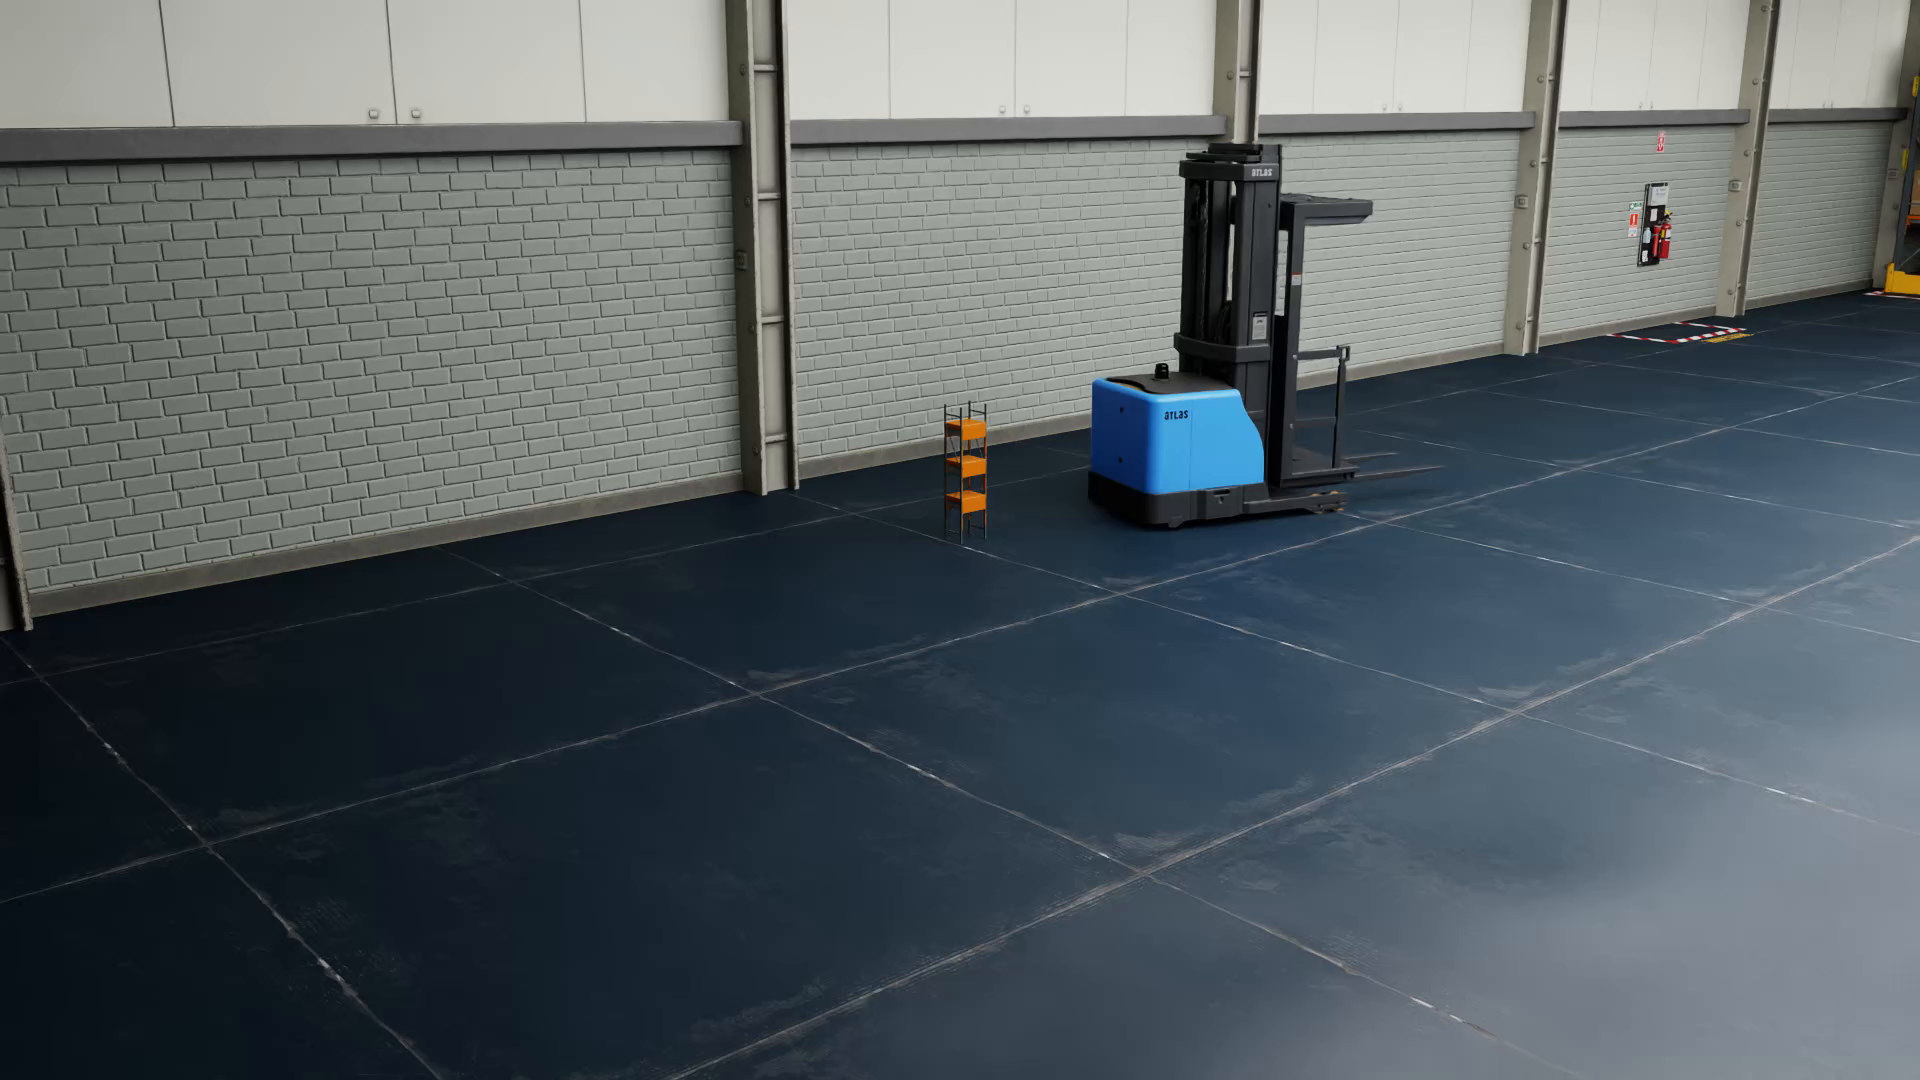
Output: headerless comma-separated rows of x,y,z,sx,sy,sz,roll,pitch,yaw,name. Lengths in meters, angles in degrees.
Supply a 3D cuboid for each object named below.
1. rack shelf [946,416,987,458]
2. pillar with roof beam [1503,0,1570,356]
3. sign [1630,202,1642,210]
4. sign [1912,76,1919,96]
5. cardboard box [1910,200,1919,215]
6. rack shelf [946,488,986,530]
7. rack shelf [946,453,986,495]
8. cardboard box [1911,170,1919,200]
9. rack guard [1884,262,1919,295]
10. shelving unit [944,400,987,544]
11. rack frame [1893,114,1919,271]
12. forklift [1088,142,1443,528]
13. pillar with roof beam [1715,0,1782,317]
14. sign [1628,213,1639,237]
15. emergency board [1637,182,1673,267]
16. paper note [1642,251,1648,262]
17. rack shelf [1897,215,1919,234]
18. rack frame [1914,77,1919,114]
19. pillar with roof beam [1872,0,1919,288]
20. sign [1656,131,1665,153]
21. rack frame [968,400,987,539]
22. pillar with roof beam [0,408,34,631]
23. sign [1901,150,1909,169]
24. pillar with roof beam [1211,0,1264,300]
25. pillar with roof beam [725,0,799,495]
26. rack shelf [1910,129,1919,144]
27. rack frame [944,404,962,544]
0.040,-0.780,12.578,0.240,0.259,0.215,-13,19,-39,rack shelf
10.239,-5.986,17.723,0.400,9.000,9.100,-13,19,-39,pillar with roof beam
9.574,-4.730,23.549,0.331,0.109,0.001,-13,19,-39,sign
16.156,-7.660,28.087,0.005,0.325,0.100,-13,19,-39,sign
16.730,-5.726,28.626,0.500,0.250,0.500,-12,19,-39,cardboard box
0.040,-0.238,12.723,0.240,0.259,0.215,-13,19,-39,rack shelf
0.040,-0.506,12.651,0.240,0.259,0.215,-13,19,-39,rack shelf
16.721,-6.093,28.545,0.500,0.500,0.500,-13,20,-40,cardboard box
16.562,-4.477,28.542,0.348,0.500,1.175,-13,19,-39,rack guard
0.040,-0.516,12.648,0.252,1.050,0.215,-13,19,-39,shelving unit
16.505,-5.672,28.171,0.127,3.000,1.000,-13,19,-39,rack frame
2.622,-1.744,13.601,3.031,2.935,1.130,-7,16,-24,forklift
14.765,-7.003,21.529,0.400,9.000,9.100,-13,19,-39,pillar with roof beam
9.565,-4.475,23.621,0.234,0.329,0.001,-13,19,-39,sign
10.050,-4.531,23.901,0.643,1.169,0.194,-13,19,-39,emergency board
9.871,-4.089,23.953,0.142,0.148,0.016,-13,19,-39,paper note
18.014,-5.663,29.533,4.000,0.370,1.077,-13,19,-39,rack shelf
16.505,-8.570,27.397,0.127,3.000,1.000,-13,19,-39,rack frame
19.291,-8.019,25.334,0.400,9.000,9.100,-13,19,-39,pillar with roof beam
9.978,-5.669,23.669,0.199,0.298,0.001,-13,19,-39,sign
0.132,-0.537,12.726,0.008,1.050,0.200,-13,19,-39,rack frame
-3.340,-2.937,6.308,0.400,9.000,9.100,-13,19,-39,pillar with roof beam
16.156,-6.495,28.398,0.005,0.325,0.100,-13,19,-39,sign
5.712,-4.970,13.918,0.400,9.000,9.100,-13,19,-39,pillar with roof beam
1.186,-3.953,10.113,0.400,9.000,9.100,-13,19,-39,pillar with roof beam
18.014,-7.112,29.145,4.000,0.370,1.077,-13,19,-39,rack shelf
-0.052,-0.496,12.571,0.008,1.050,0.200,-13,19,-39,rack frame
